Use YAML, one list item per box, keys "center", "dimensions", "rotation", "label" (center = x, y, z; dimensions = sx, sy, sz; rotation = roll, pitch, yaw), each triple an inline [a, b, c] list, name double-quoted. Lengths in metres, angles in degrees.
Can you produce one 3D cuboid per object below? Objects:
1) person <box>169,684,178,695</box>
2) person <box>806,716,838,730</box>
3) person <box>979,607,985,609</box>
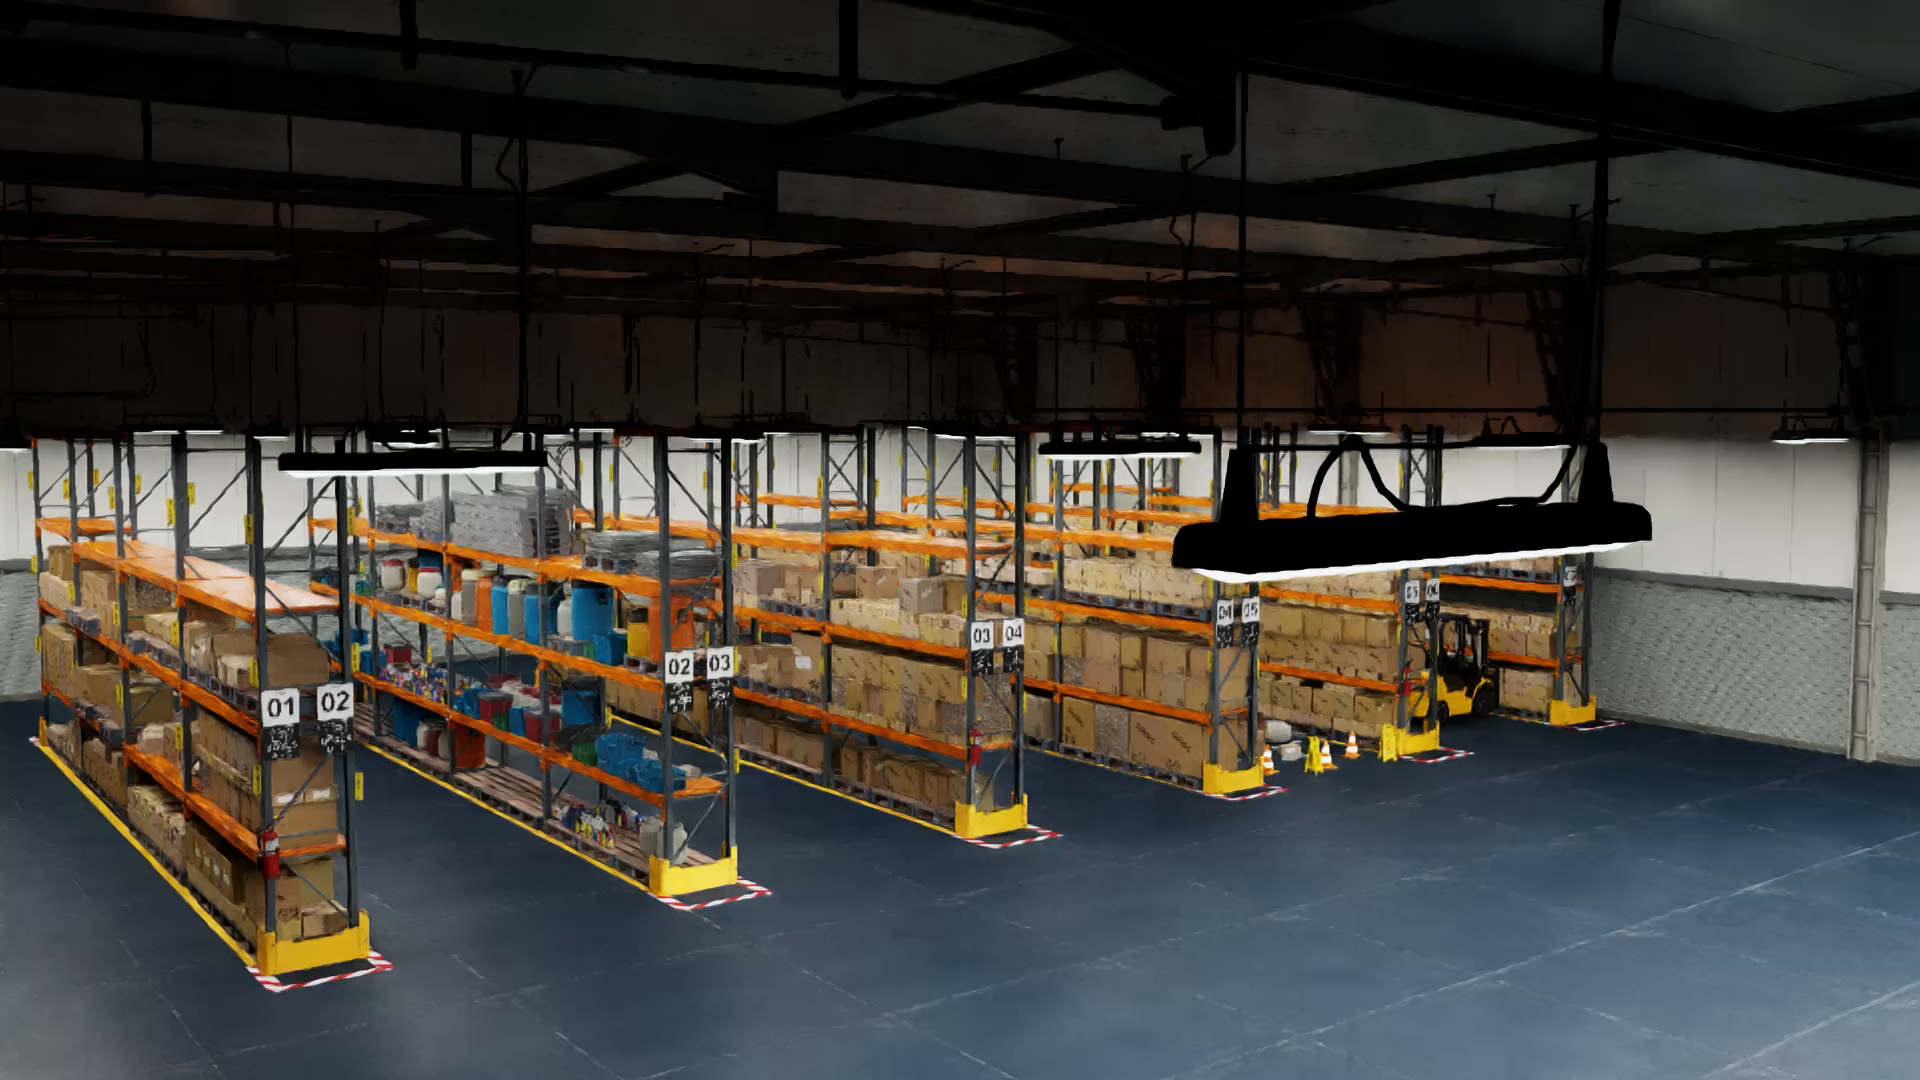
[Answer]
- center: [-17.633, 2.617, 36.775]
  dimensions: [0.486, 1.664, 0.646]
  rotation: [1, 5, 11]
  label: "person"
- center: [-2.631, 2.992, 31.655]
  dimensions: [0.577, 1.691, 1.121]
  rotation: [-3, 5, -34]
  label: "person"
- center: [0.456, 2.423, 38.273]
  dimensions: [0.588, 1.784, 0.666]
  rotation: [-1, 5, -15]
  label: "person"
